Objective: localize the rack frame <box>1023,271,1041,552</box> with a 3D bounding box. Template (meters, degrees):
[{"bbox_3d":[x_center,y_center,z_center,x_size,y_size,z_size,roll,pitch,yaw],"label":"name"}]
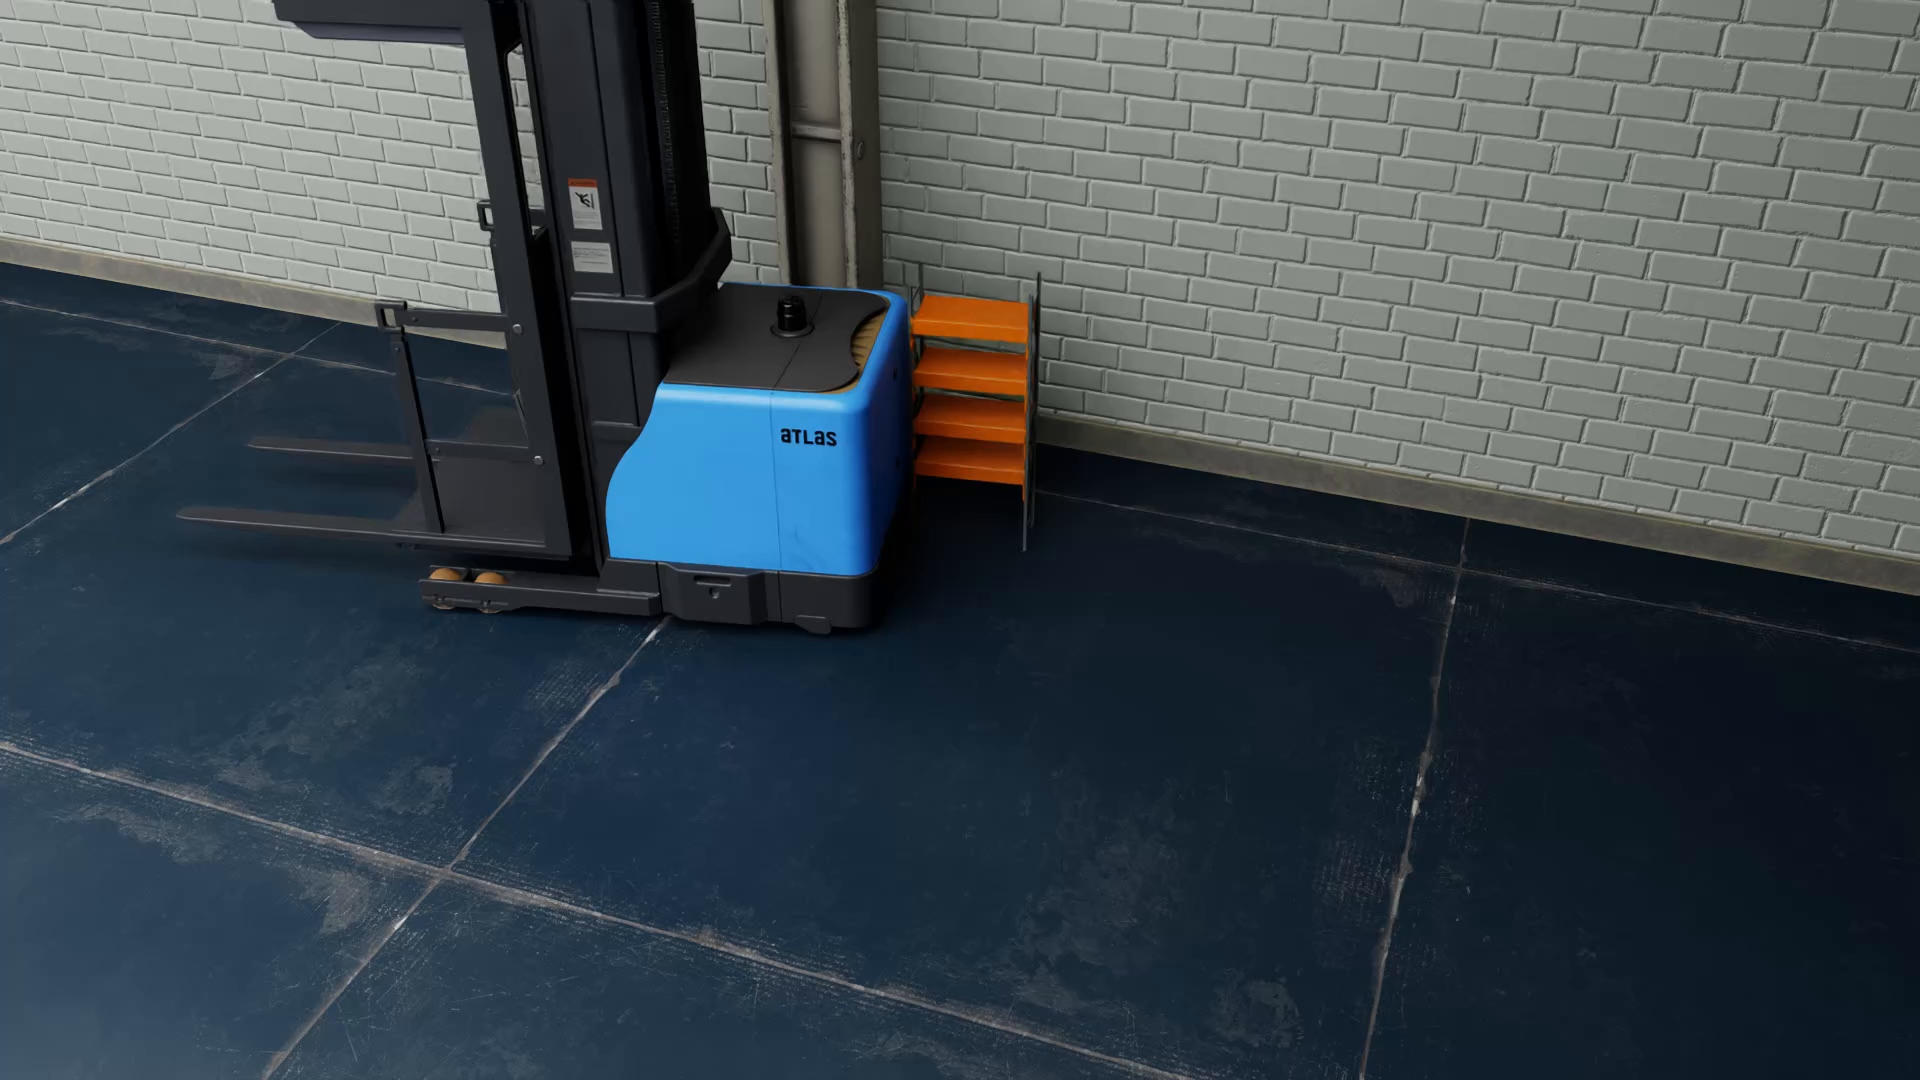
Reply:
[{"bbox_3d":[0.300,-0.517,6.944,0.015,1.200,0.240,6,33,9],"label":"rack frame"}]

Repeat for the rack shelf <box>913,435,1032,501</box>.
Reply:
[{"bbox_3d":[0.060,-0.318,7.126,0.480,0.148,0.258,6,33,9],"label":"rack shelf"}]

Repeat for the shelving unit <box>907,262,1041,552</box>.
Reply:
[{"bbox_3d":[0.060,-0.541,6.982,0.503,1.200,0.258,6,33,9],"label":"shelving unit"}]

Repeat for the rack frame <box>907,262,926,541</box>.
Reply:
[{"bbox_3d":[-0.180,-0.566,7.020,0.015,1.200,0.240,6,33,9],"label":"rack frame"}]

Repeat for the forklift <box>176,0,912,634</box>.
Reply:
[{"bbox_3d":[-1.758,-1.210,6.422,3.031,2.935,1.130,4,33,7],"label":"forklift"}]

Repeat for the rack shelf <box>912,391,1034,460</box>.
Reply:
[{"bbox_3d":[0.060,-0.485,7.019,0.480,0.148,0.258,6,33,9],"label":"rack shelf"}]

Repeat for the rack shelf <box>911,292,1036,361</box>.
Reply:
[{"bbox_3d":[0.060,-0.871,6.769,0.480,0.148,0.258,6,33,9],"label":"rack shelf"}]

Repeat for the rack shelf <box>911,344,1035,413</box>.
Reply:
[{"bbox_3d":[0.060,-0.673,6.897,0.480,0.148,0.258,6,33,9],"label":"rack shelf"}]

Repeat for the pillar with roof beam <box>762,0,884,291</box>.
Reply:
[{"bbox_3d":[-2.049,-2.171,2.316,0.400,9.000,9.100,11,34,16],"label":"pillar with roof beam"}]
